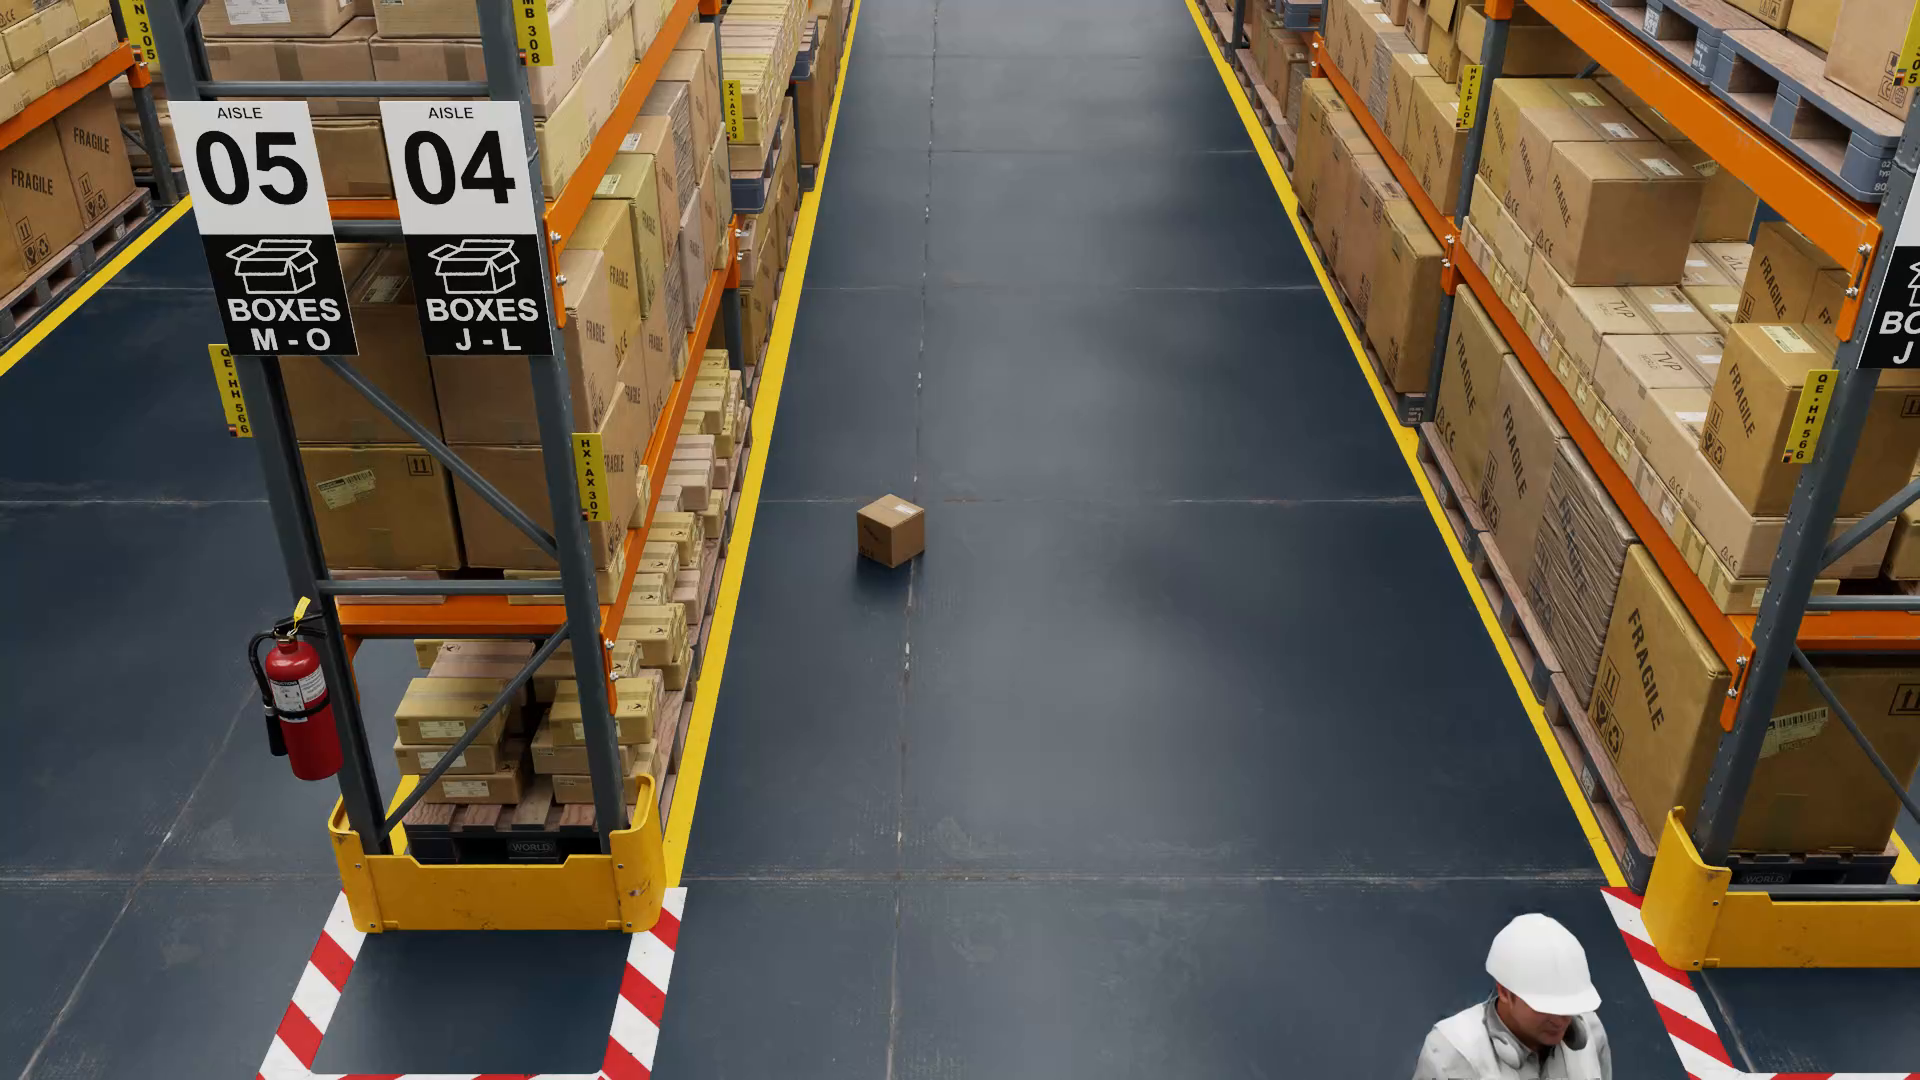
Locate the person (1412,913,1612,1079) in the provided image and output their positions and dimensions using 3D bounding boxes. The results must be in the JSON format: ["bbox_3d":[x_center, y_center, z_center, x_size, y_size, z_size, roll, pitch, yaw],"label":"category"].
[{"bbox_3d":[1.429,1.740,4.265,0.547,1.804,0.756,-13,34,-20],"label":"person"}]
